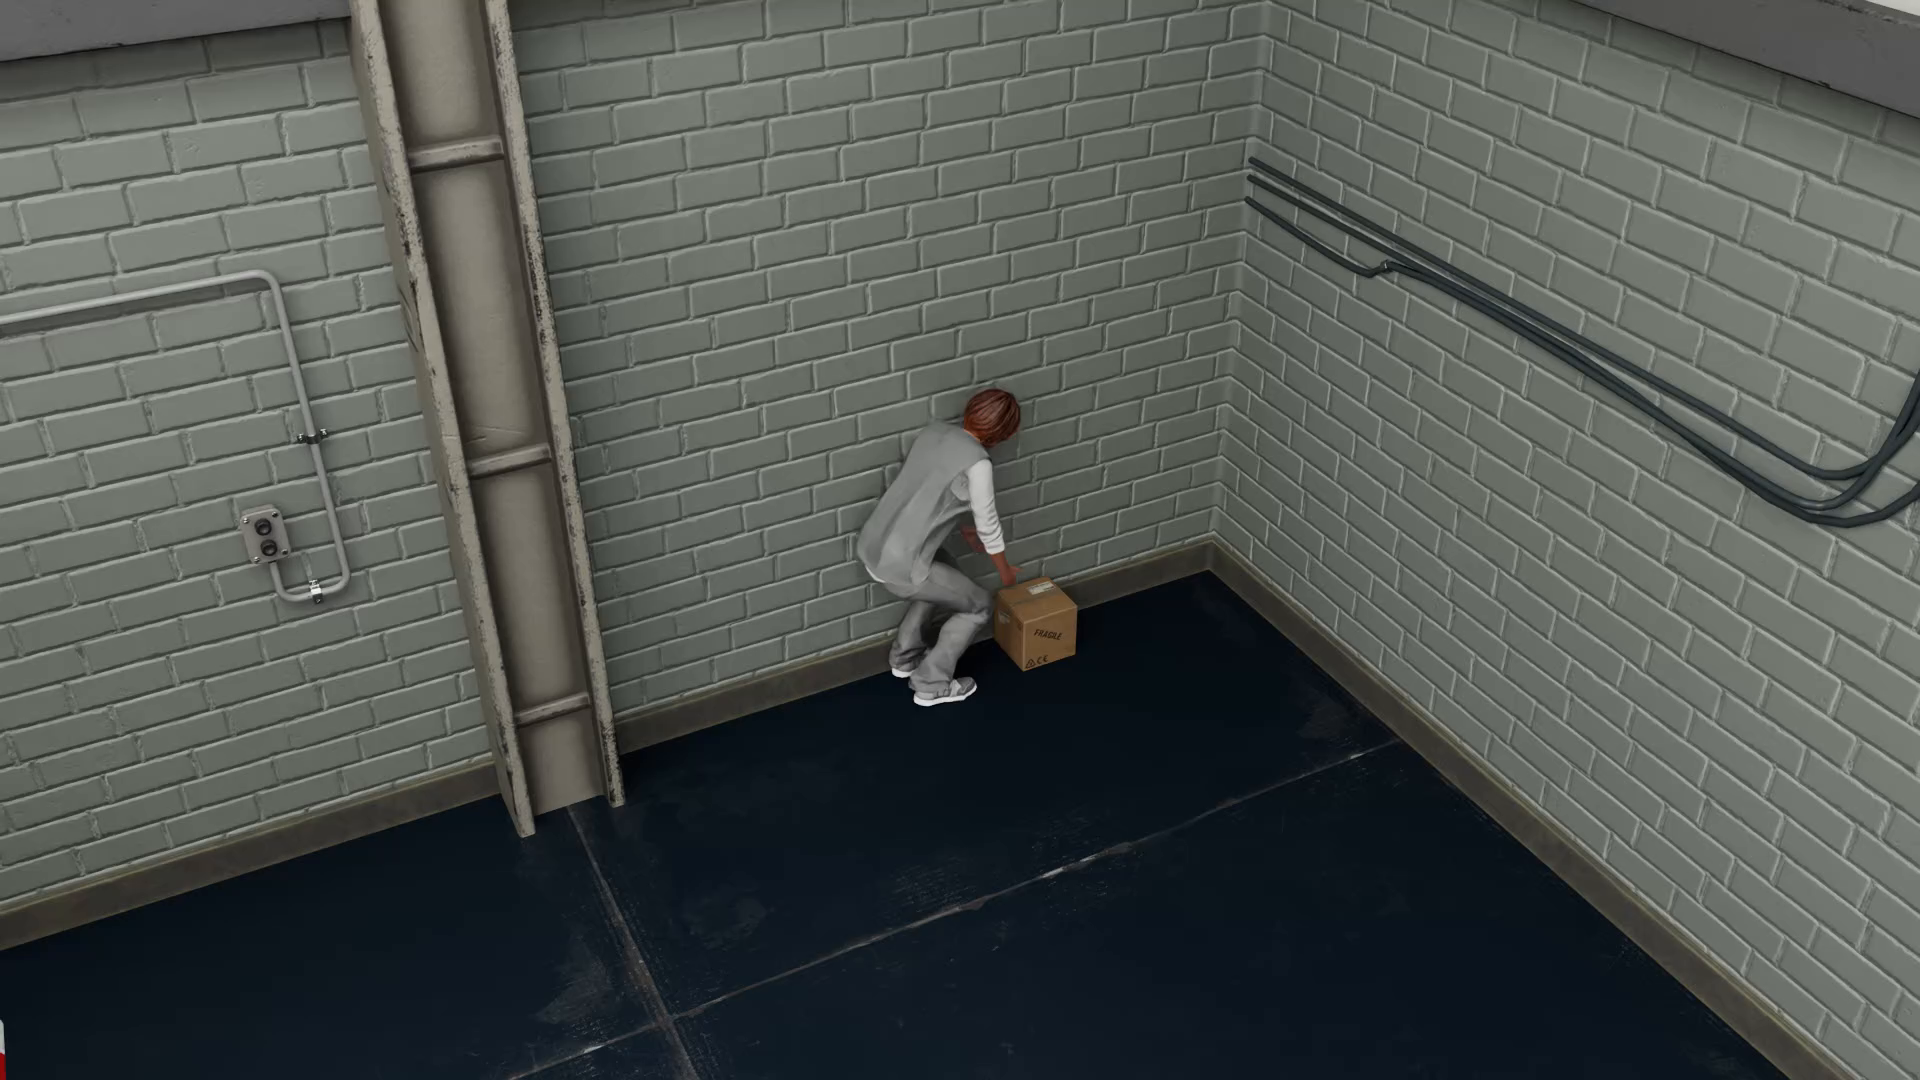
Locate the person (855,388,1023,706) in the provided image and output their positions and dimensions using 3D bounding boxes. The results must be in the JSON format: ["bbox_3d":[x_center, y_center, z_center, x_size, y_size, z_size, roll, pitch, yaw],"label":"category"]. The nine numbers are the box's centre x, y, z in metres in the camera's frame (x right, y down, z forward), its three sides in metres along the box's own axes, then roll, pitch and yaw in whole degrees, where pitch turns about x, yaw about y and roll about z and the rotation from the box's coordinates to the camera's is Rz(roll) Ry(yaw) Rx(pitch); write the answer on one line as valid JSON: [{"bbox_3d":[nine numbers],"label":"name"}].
[{"bbox_3d":[-0.080,0.033,6.440,0.688,1.227,0.463,-16,37,-23],"label":"person"}]
